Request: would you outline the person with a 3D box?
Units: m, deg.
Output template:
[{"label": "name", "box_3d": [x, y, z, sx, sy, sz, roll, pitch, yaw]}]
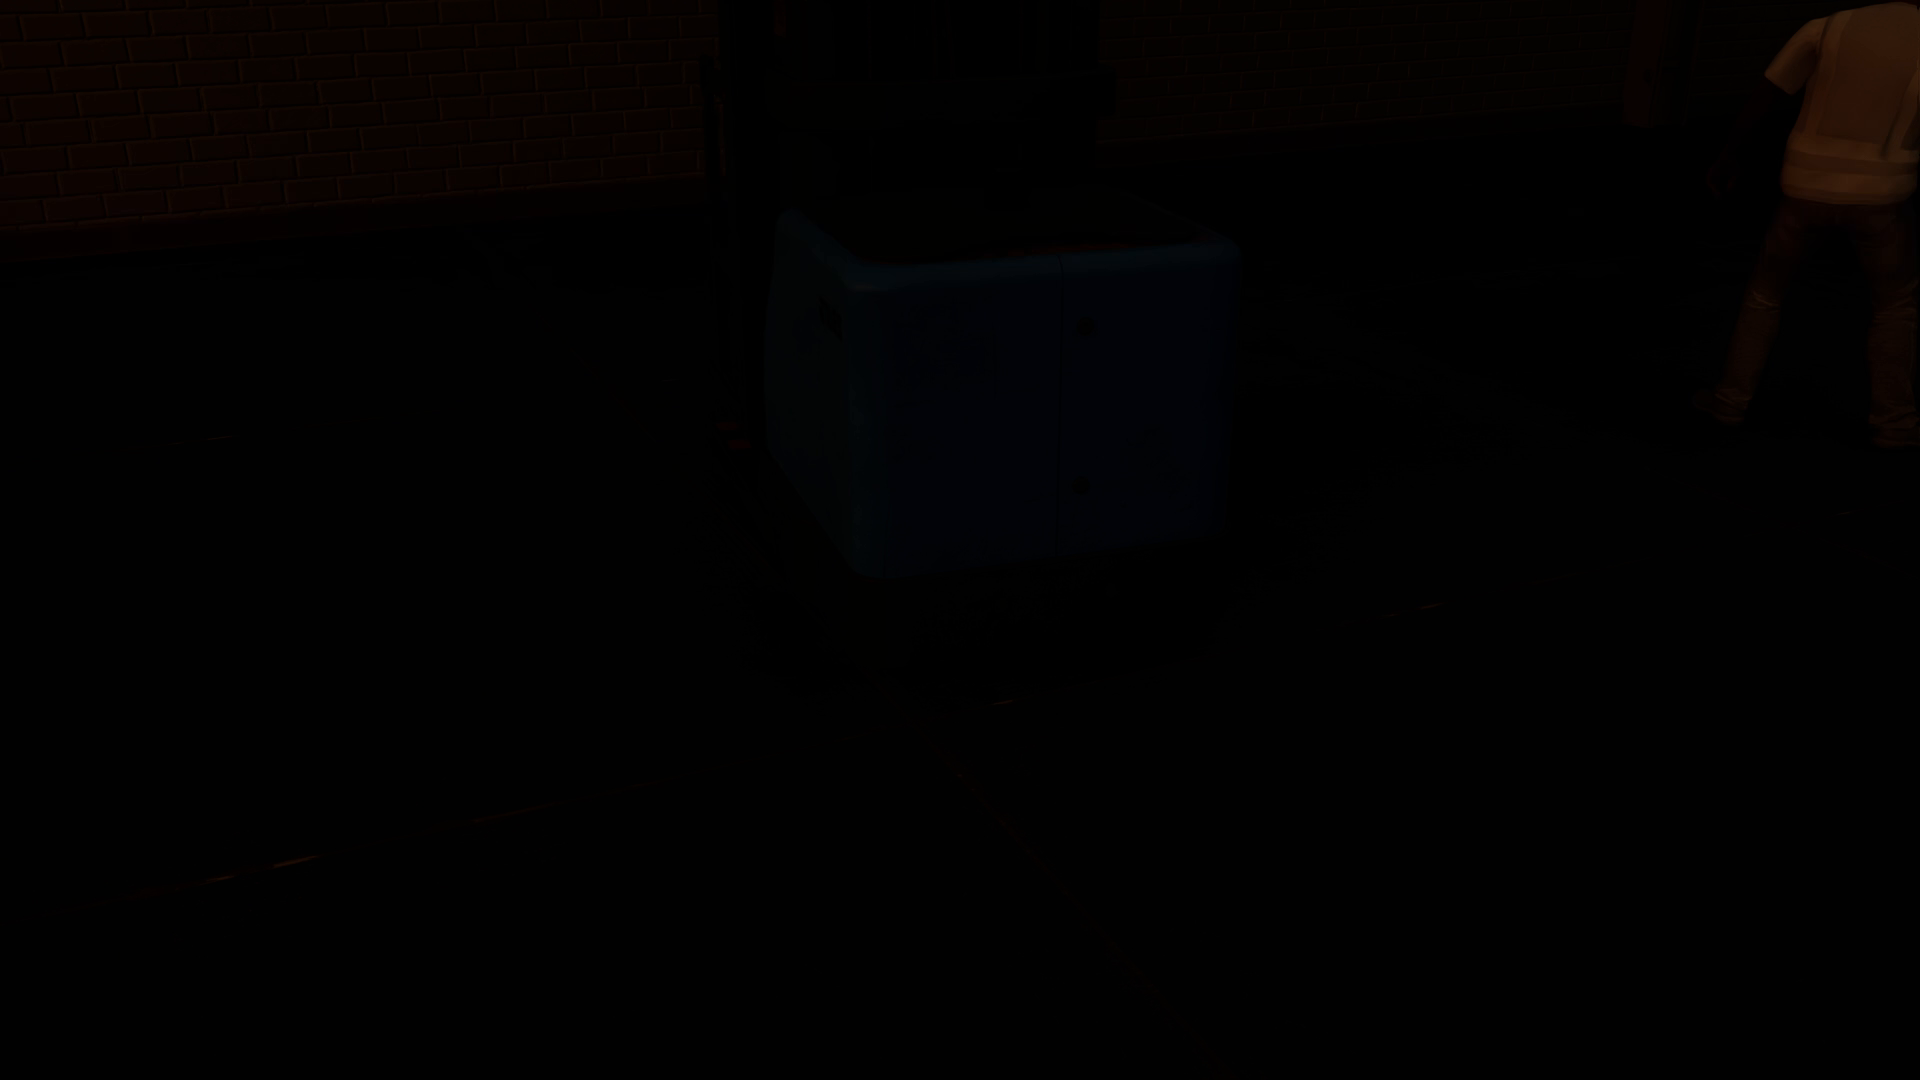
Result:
[{"label": "person", "box_3d": [3.139, -1.213, 5.825, 0.977, 1.718, 0.439, 15, 27, 31]}]

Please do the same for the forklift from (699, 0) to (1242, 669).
[{"label": "forklift", "box_3d": [-0.237, -1.568, 5.060, 1.130, 2.935, 3.031, -7, 24, -17]}]
